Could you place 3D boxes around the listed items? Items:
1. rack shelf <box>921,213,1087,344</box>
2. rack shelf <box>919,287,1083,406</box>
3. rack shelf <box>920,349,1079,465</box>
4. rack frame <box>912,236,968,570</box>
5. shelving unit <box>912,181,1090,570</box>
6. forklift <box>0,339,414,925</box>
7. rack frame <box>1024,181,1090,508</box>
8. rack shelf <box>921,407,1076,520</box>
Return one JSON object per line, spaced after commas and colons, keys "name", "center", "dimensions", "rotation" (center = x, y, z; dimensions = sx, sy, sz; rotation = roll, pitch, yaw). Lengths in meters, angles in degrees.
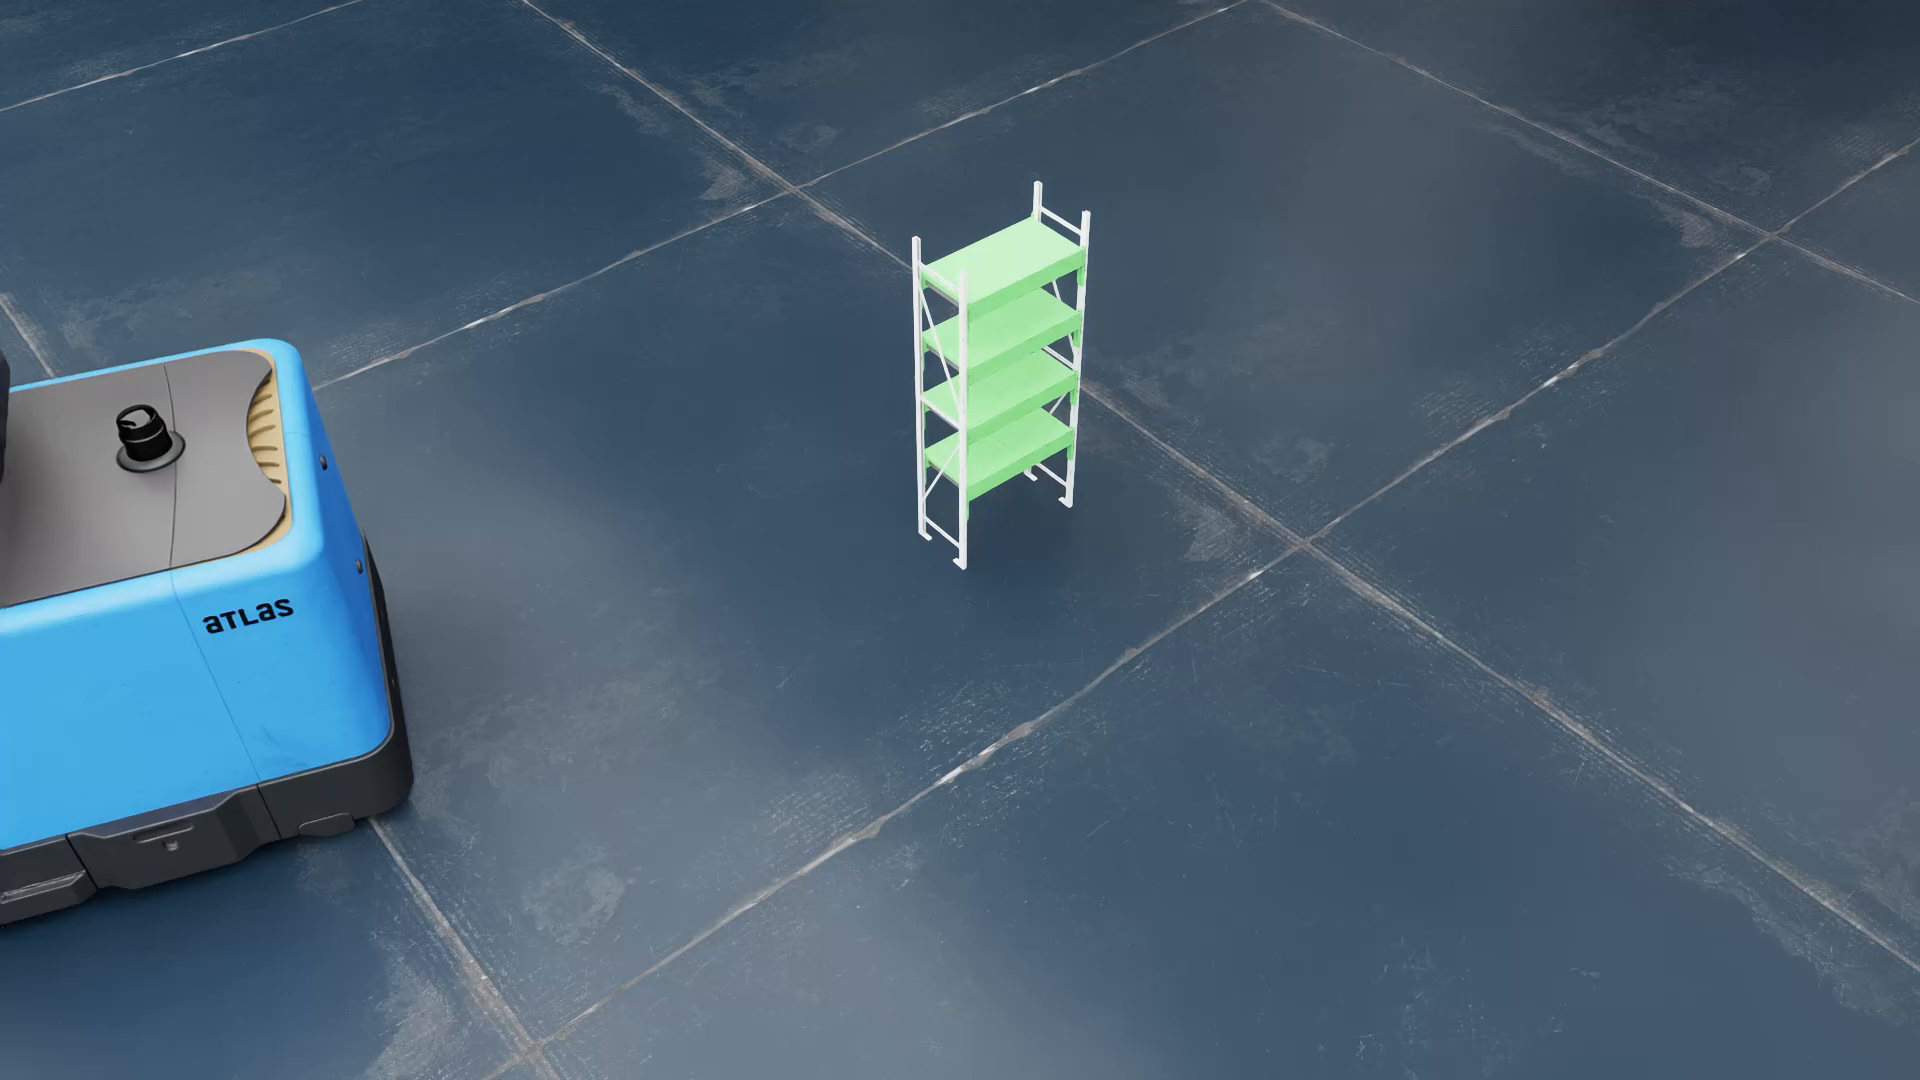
{"name": "rack shelf", "center": [0.127, -0.813, 5.132], "dimensions": [0.480, 0.148, 0.258], "rotation": [-30, 51, -28]}
{"name": "rack shelf", "center": [0.127, -0.638, 5.296], "dimensions": [0.480, 0.148, 0.258], "rotation": [-30, 51, -28]}
{"name": "rack shelf", "center": [0.127, -0.463, 5.460], "dimensions": [0.480, 0.148, 0.258], "rotation": [-30, 51, -28]}
{"name": "rack frame", "center": [-0.060, -0.403, 5.303], "dimensions": [0.015, 1.200, 0.240], "rotation": [-30, 51, -28]}
{"name": "shelving unit", "center": [0.127, -0.510, 5.417], "dimensions": [0.503, 1.200, 0.258], "rotation": [-30, 51, -28]}
{"name": "forklift", "center": [-3.178, -0.231, 3.855], "dimensions": [3.031, 2.935, 1.130], "rotation": [-14, 45, -15]}
{"name": "rack frame", "center": [0.314, -0.617, 5.531], "dimensions": [0.015, 1.200, 0.240], "rotation": [-30, 51, -28]}
{"name": "rack shelf", "center": [0.127, -0.289, 5.625], "dimensions": [0.480, 0.148, 0.258], "rotation": [-30, 51, -28]}
